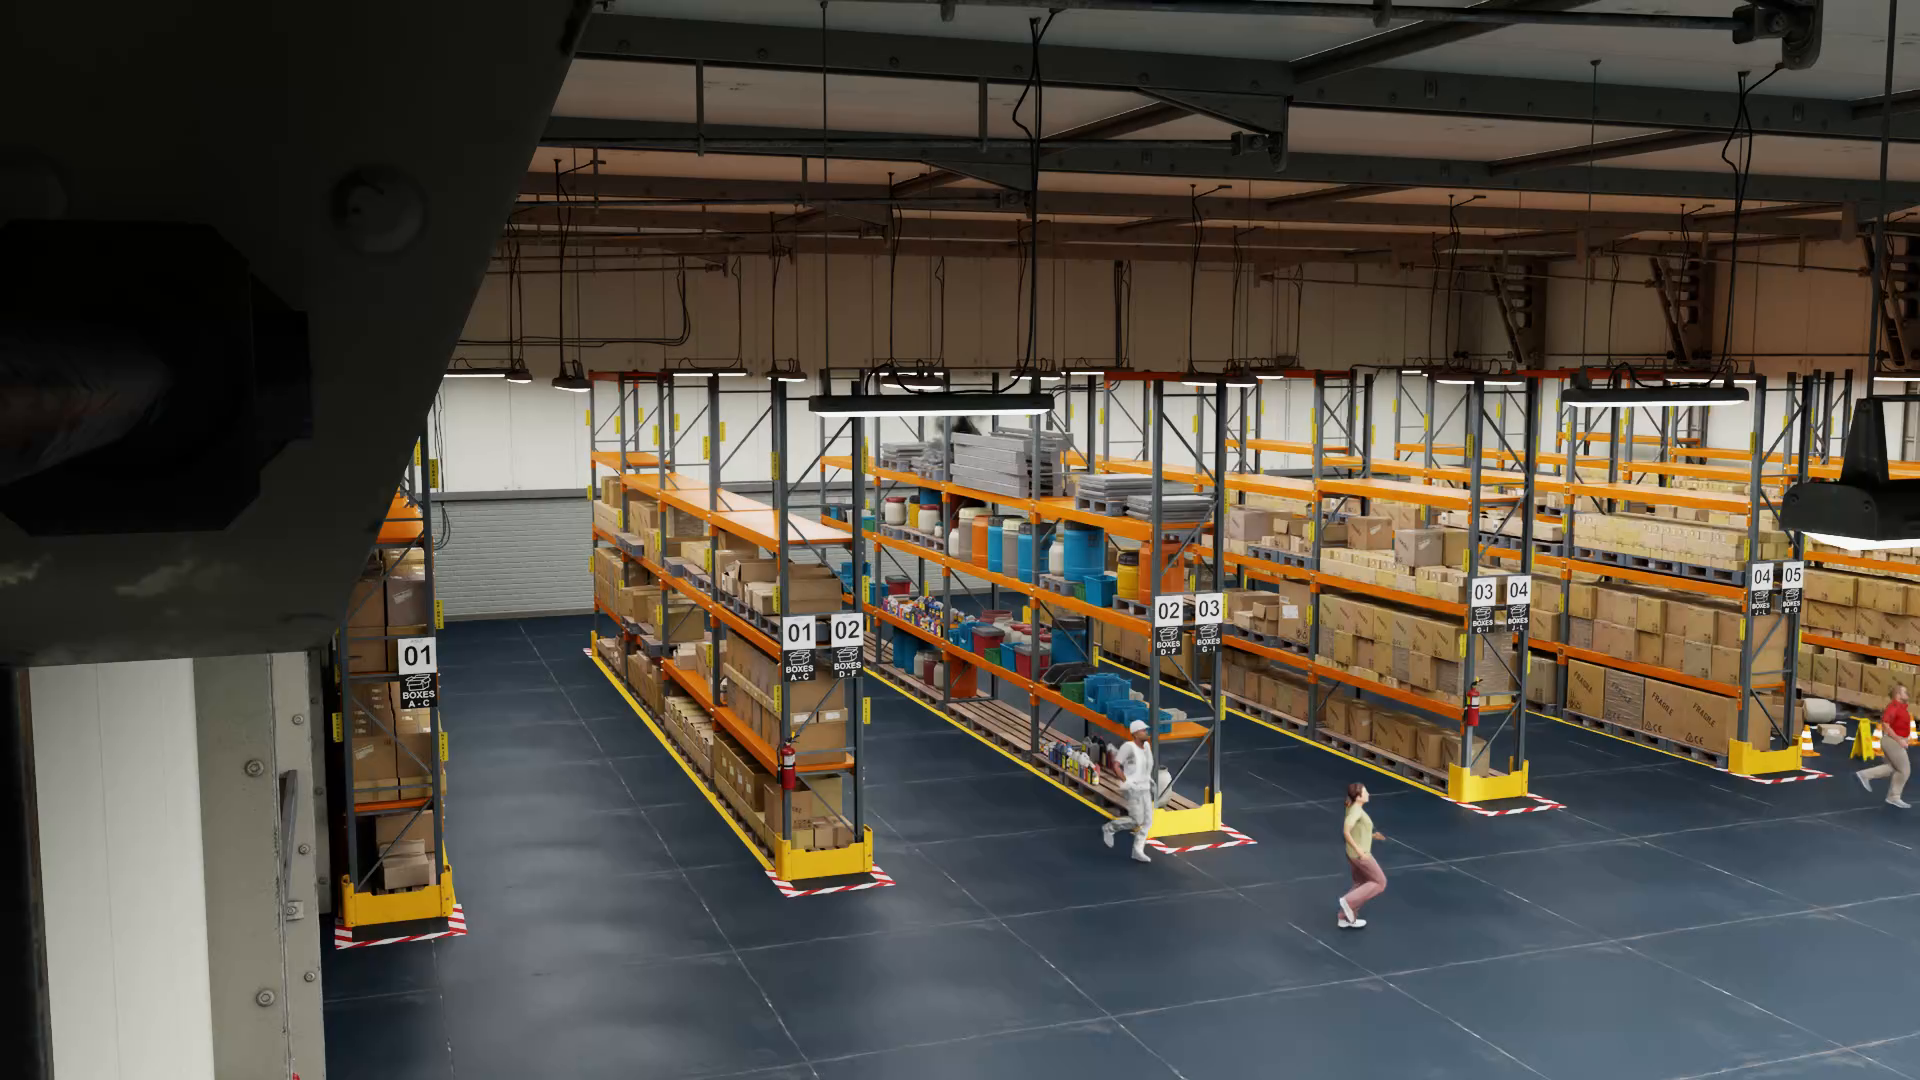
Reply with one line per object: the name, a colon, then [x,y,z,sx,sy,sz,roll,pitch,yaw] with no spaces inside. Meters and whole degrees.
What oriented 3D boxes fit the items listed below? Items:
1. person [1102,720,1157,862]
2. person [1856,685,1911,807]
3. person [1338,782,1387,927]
person: [2.232,3.136,21.027,0.726,1.716,0.734,5,8,39]
person: [13.081,2.885,23.485,0.718,1.729,0.670,4,8,32]
person: [4.437,3.473,18.342,0.537,1.623,0.567,0,6,2]
